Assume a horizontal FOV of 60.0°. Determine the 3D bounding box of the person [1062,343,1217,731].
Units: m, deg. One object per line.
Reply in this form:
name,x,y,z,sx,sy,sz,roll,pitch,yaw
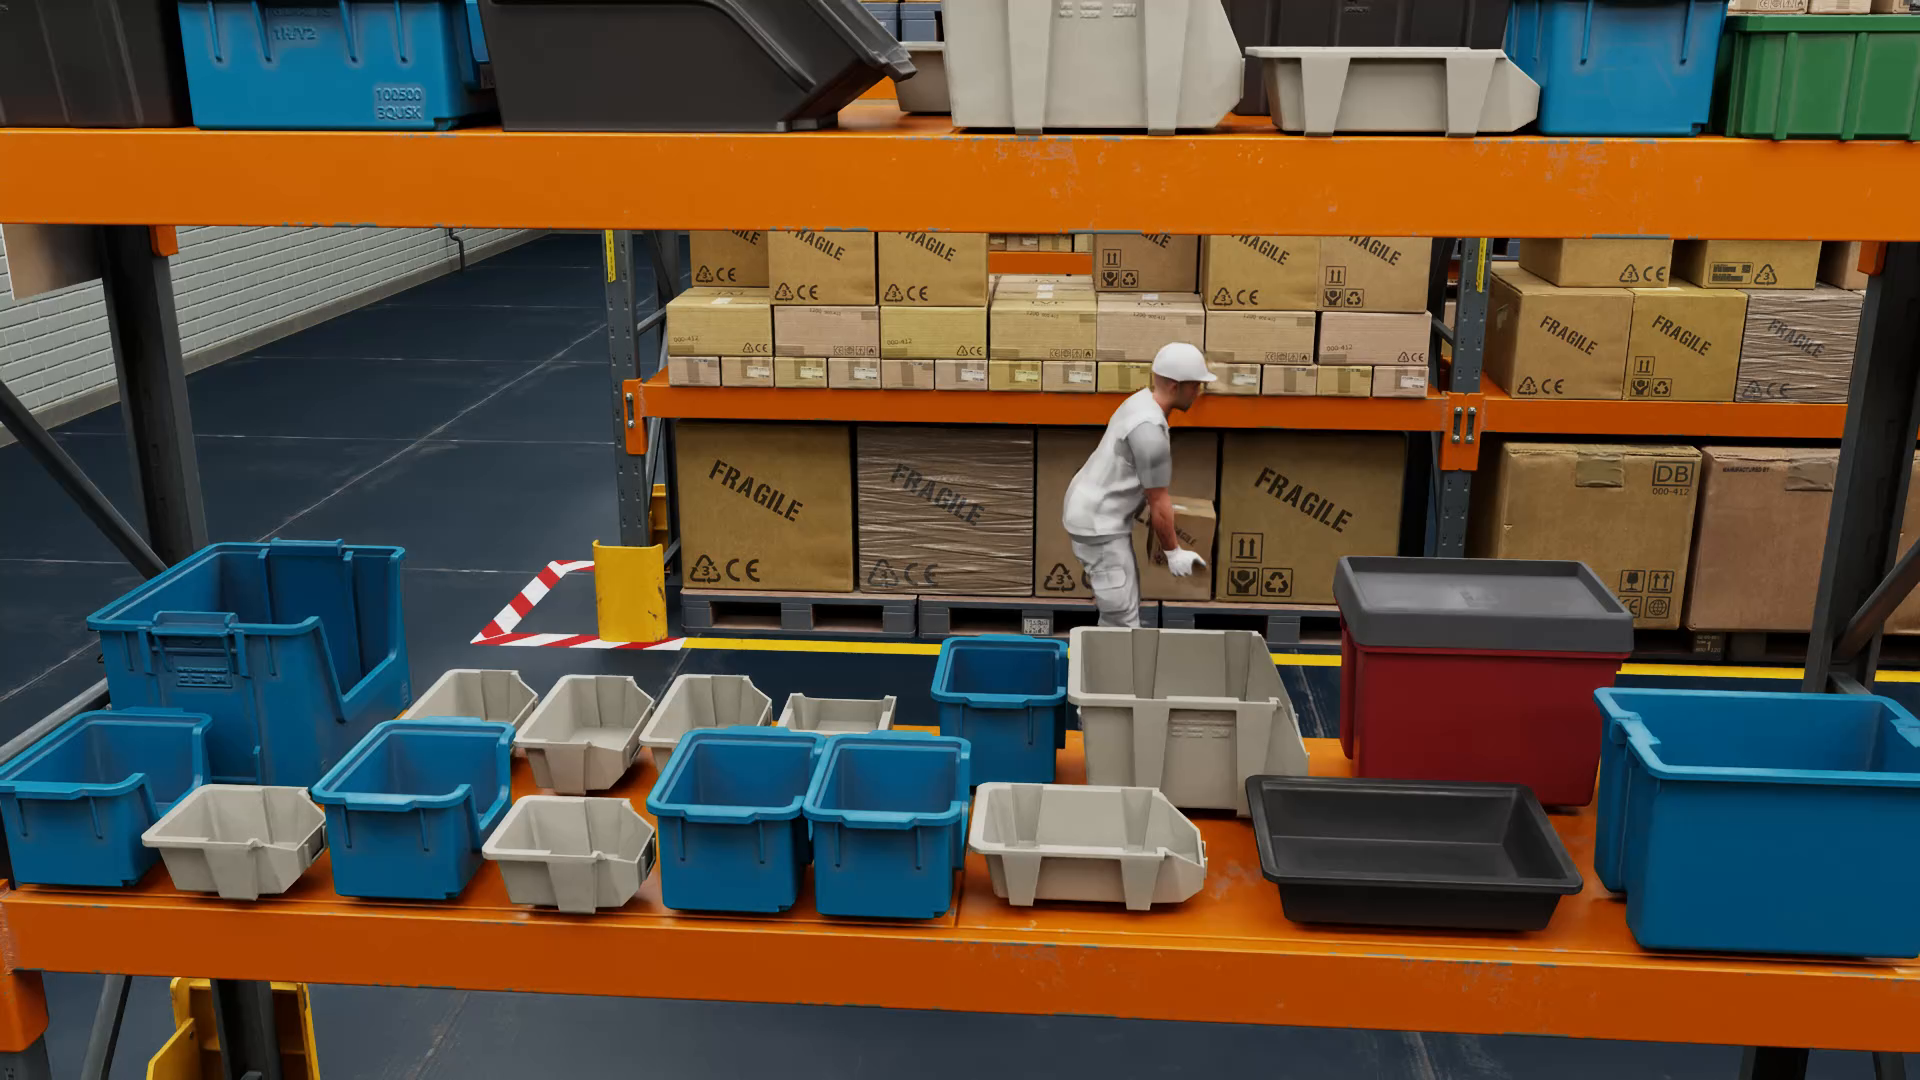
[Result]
person,0.760,-0.007,7.174,0.639,1.701,0.468,1,17,3
